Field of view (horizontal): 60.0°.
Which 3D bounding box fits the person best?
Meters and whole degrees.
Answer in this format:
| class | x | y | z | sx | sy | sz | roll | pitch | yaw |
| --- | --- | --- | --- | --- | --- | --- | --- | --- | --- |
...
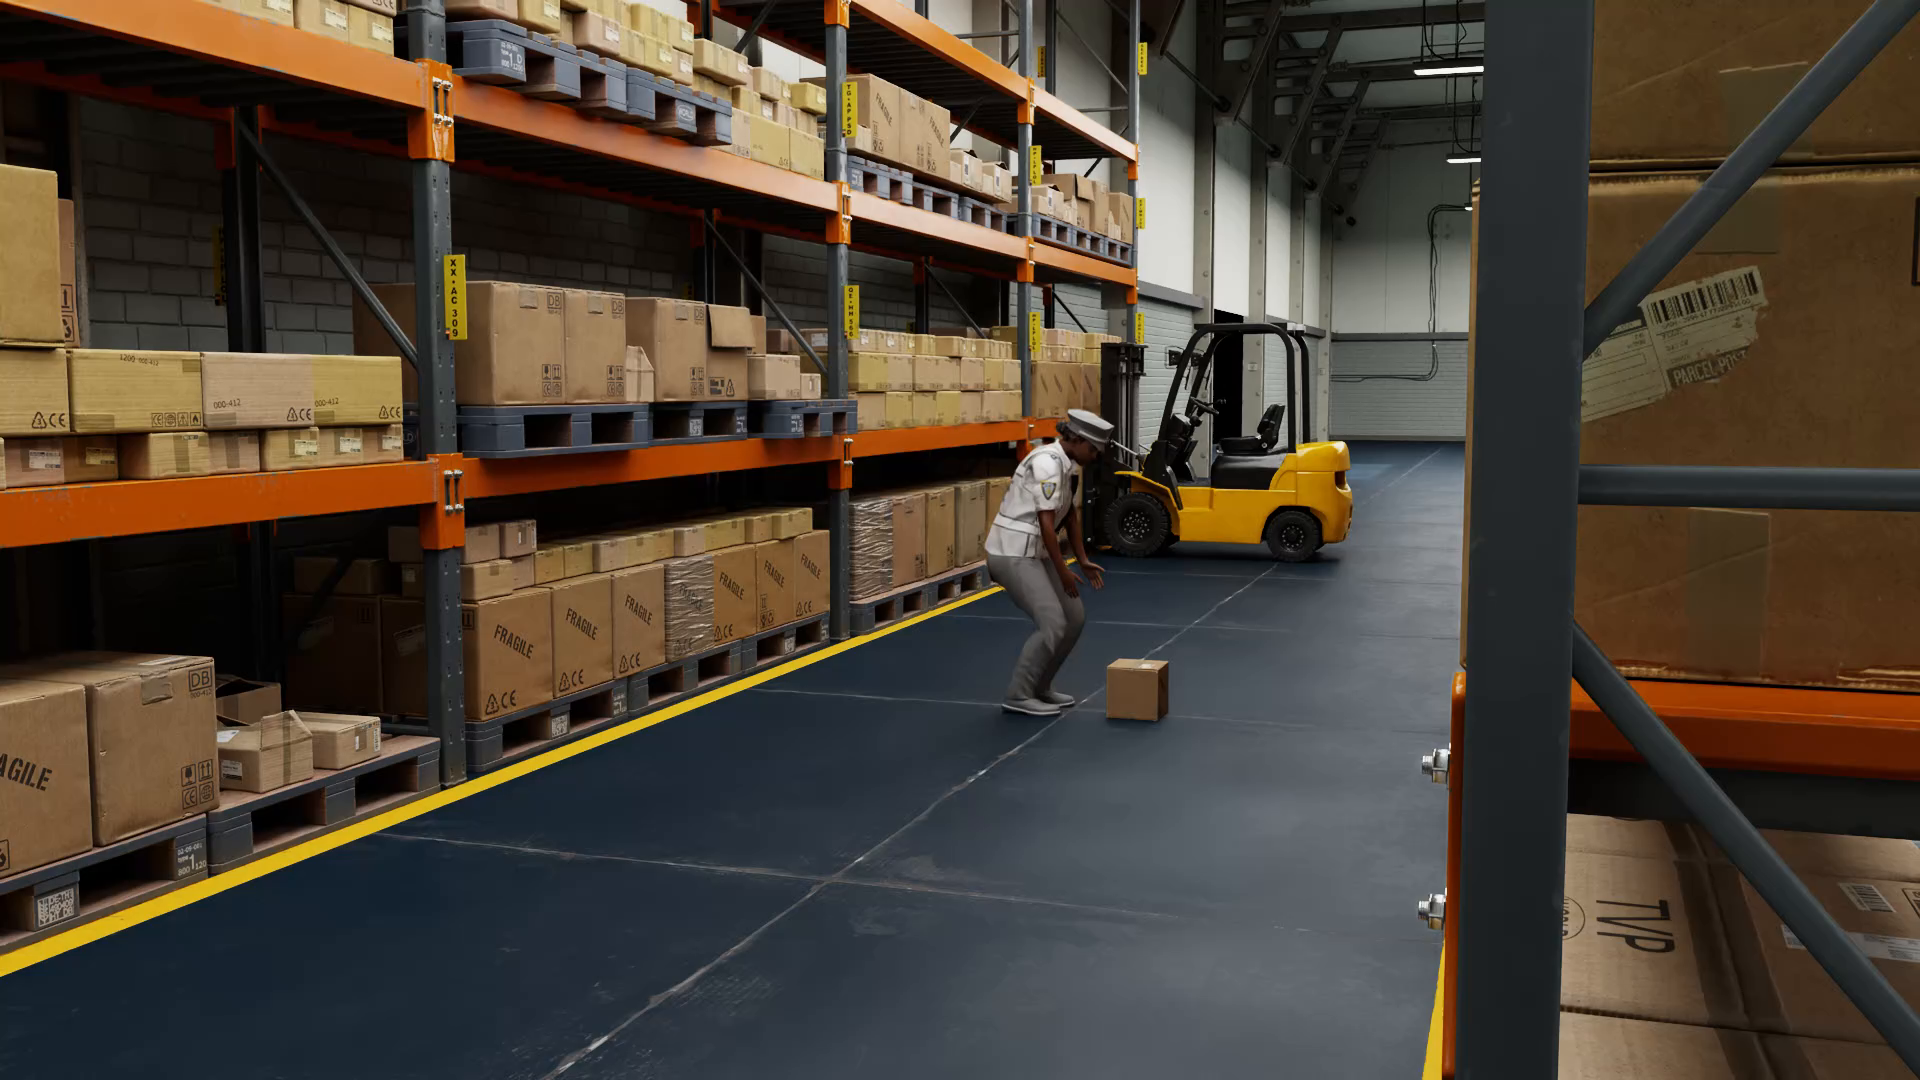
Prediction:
| class | x | y | z | sx | sy | sz | roll | pitch | yaw |
| --- | --- | --- | --- | --- | --- | --- | --- | --- | --- |
| person | 0.448 | 0.102 | 8.172 | 0.628 | 1.487 | 0.490 | 2 | 6 | 20 |
